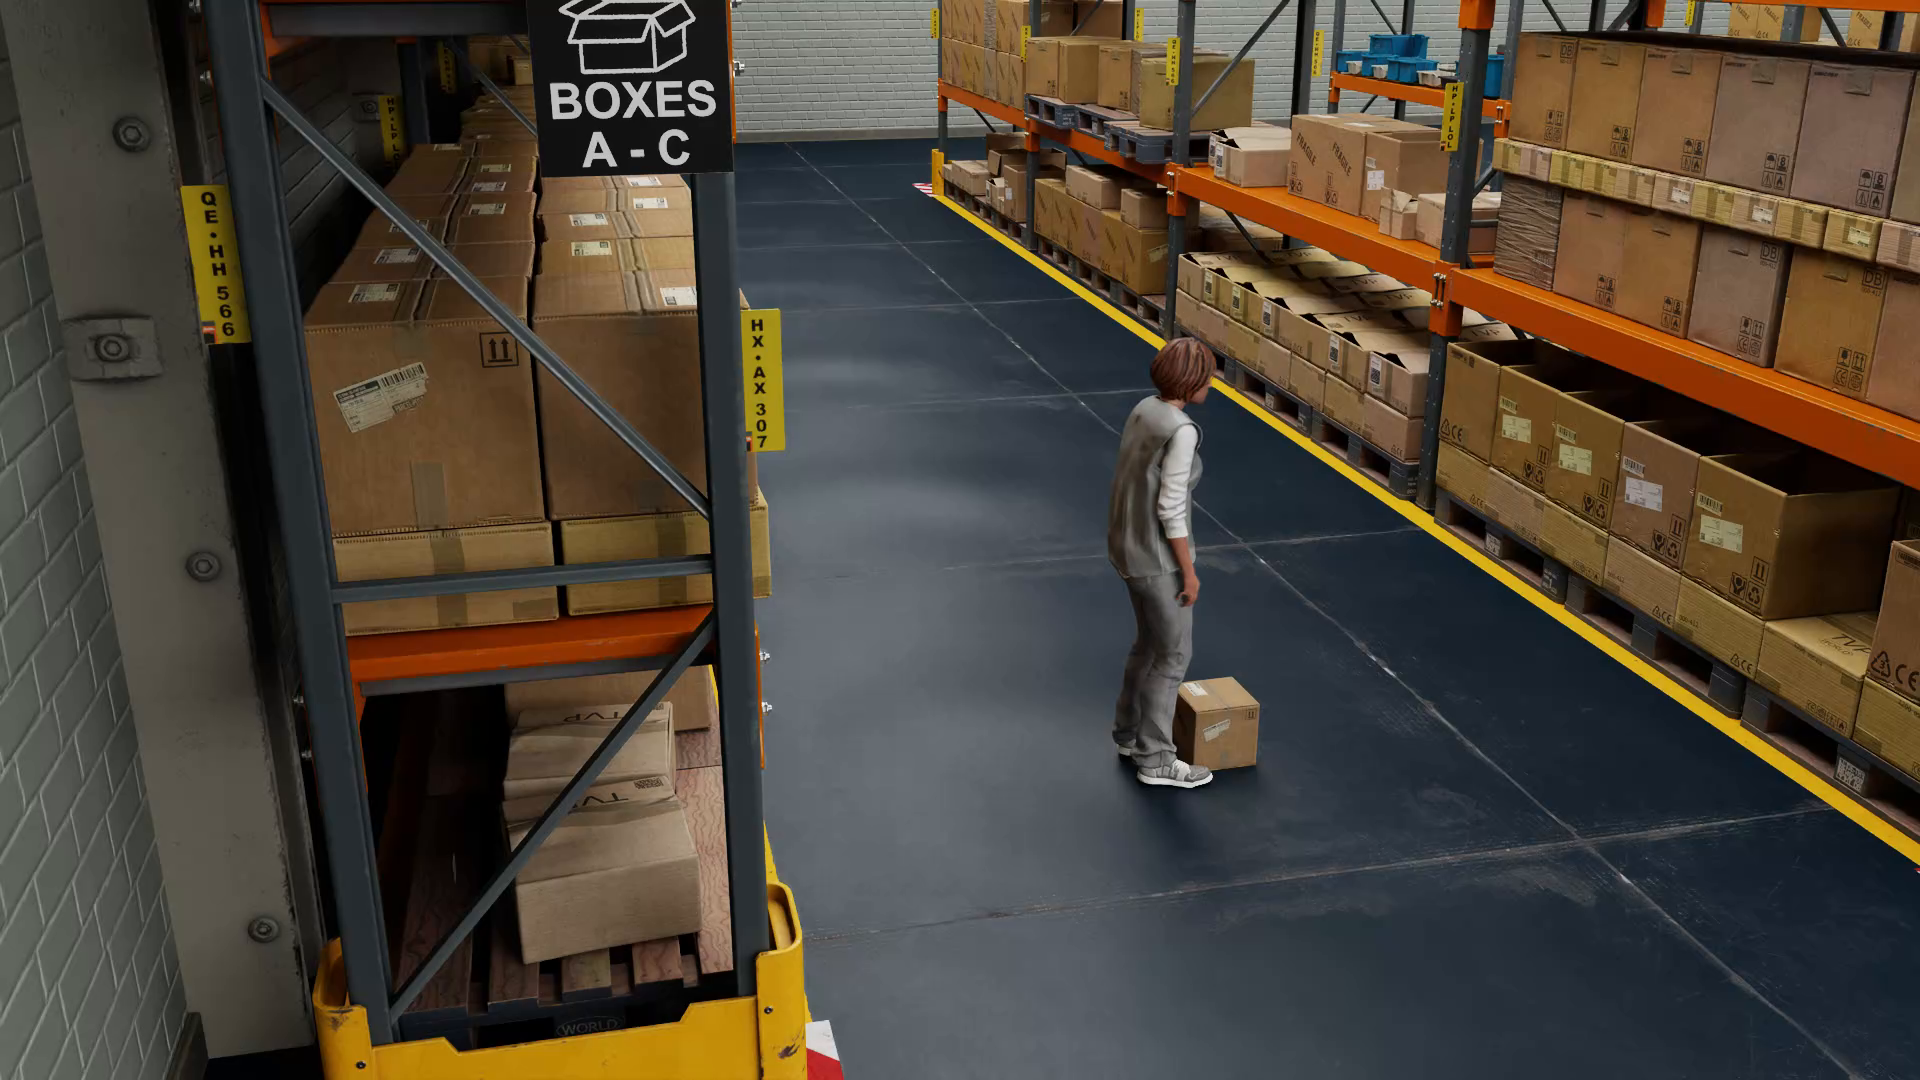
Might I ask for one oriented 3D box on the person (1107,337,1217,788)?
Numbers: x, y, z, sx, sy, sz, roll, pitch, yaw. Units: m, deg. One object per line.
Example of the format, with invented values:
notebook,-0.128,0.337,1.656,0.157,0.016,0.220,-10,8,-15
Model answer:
person,0.706,0.076,5.880,0.344,1.593,0.463,-5,20,-12
